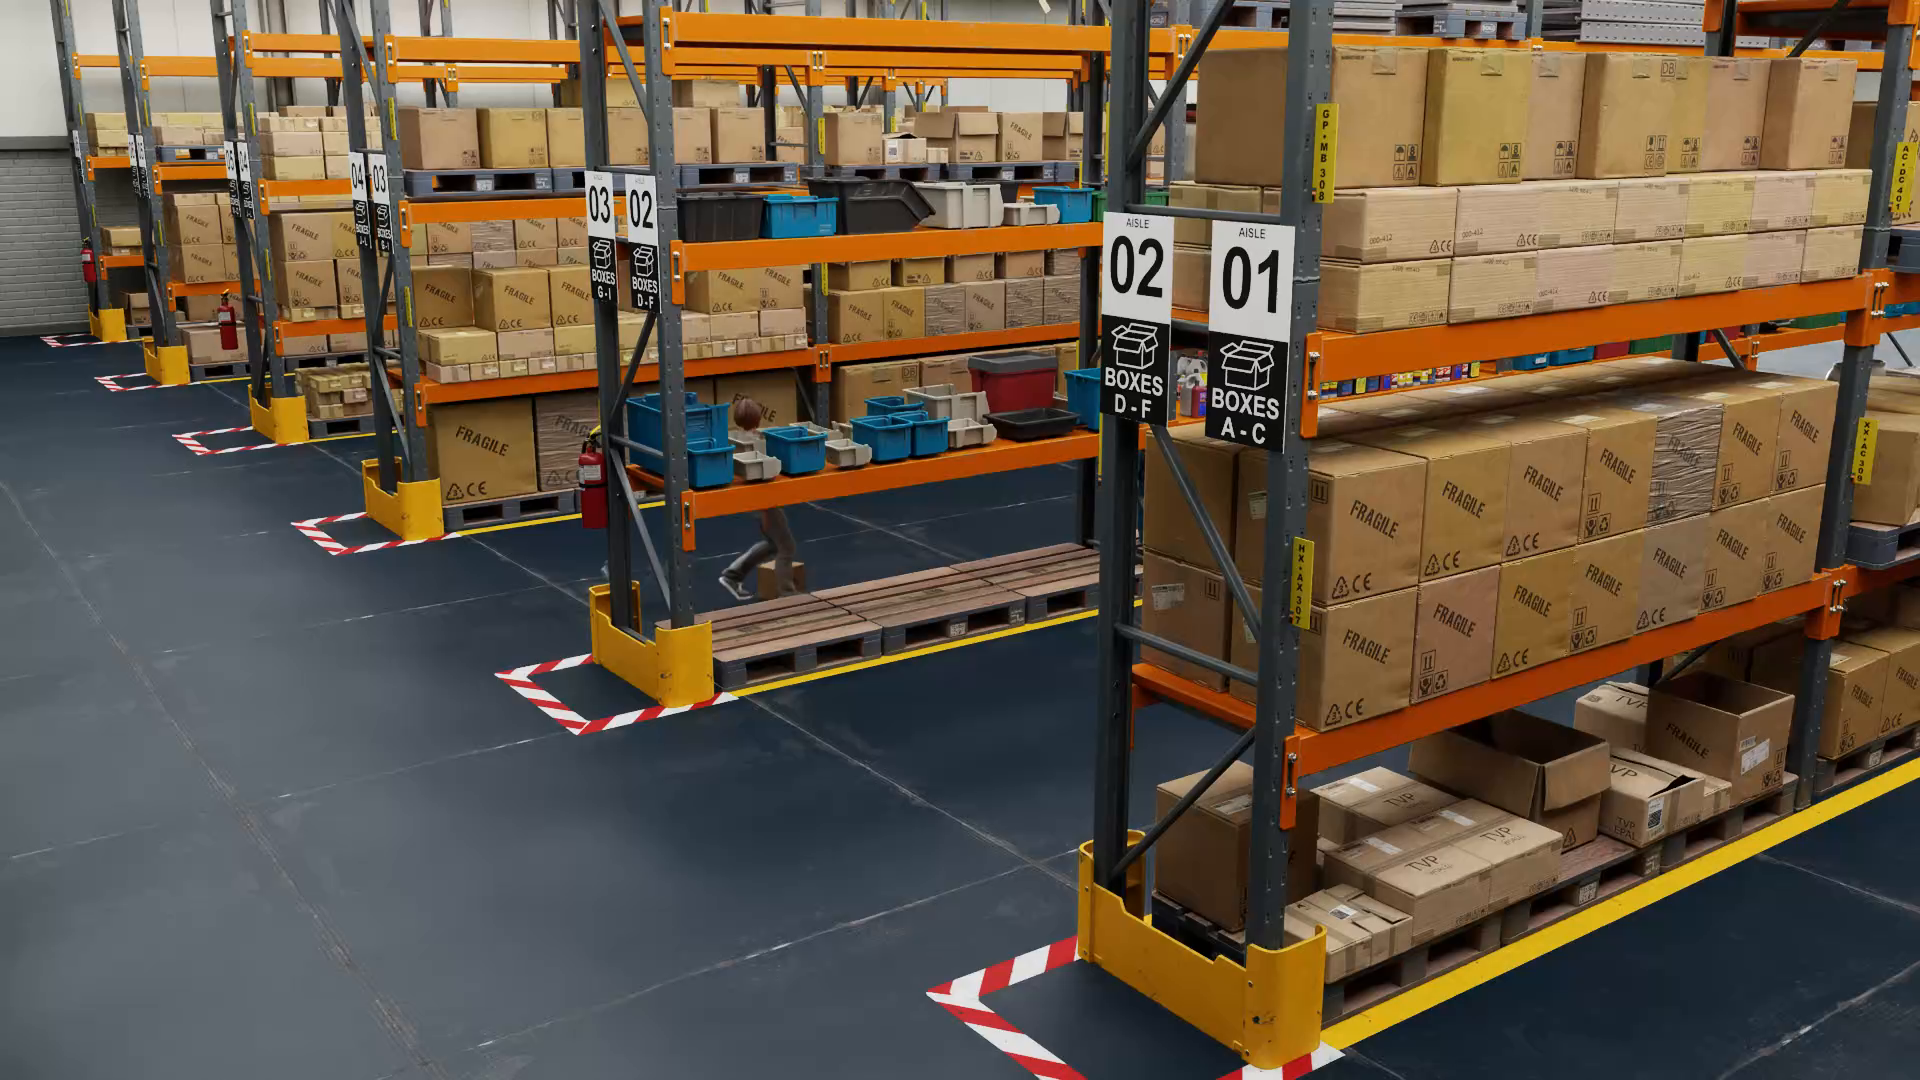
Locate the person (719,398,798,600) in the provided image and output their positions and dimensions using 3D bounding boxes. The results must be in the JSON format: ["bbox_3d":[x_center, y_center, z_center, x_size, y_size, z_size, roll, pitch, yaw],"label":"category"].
[{"bbox_3d":[-1.399,-0.247,11.994,0.664,1.566,0.427,-5,16,-19],"label":"person"}]
